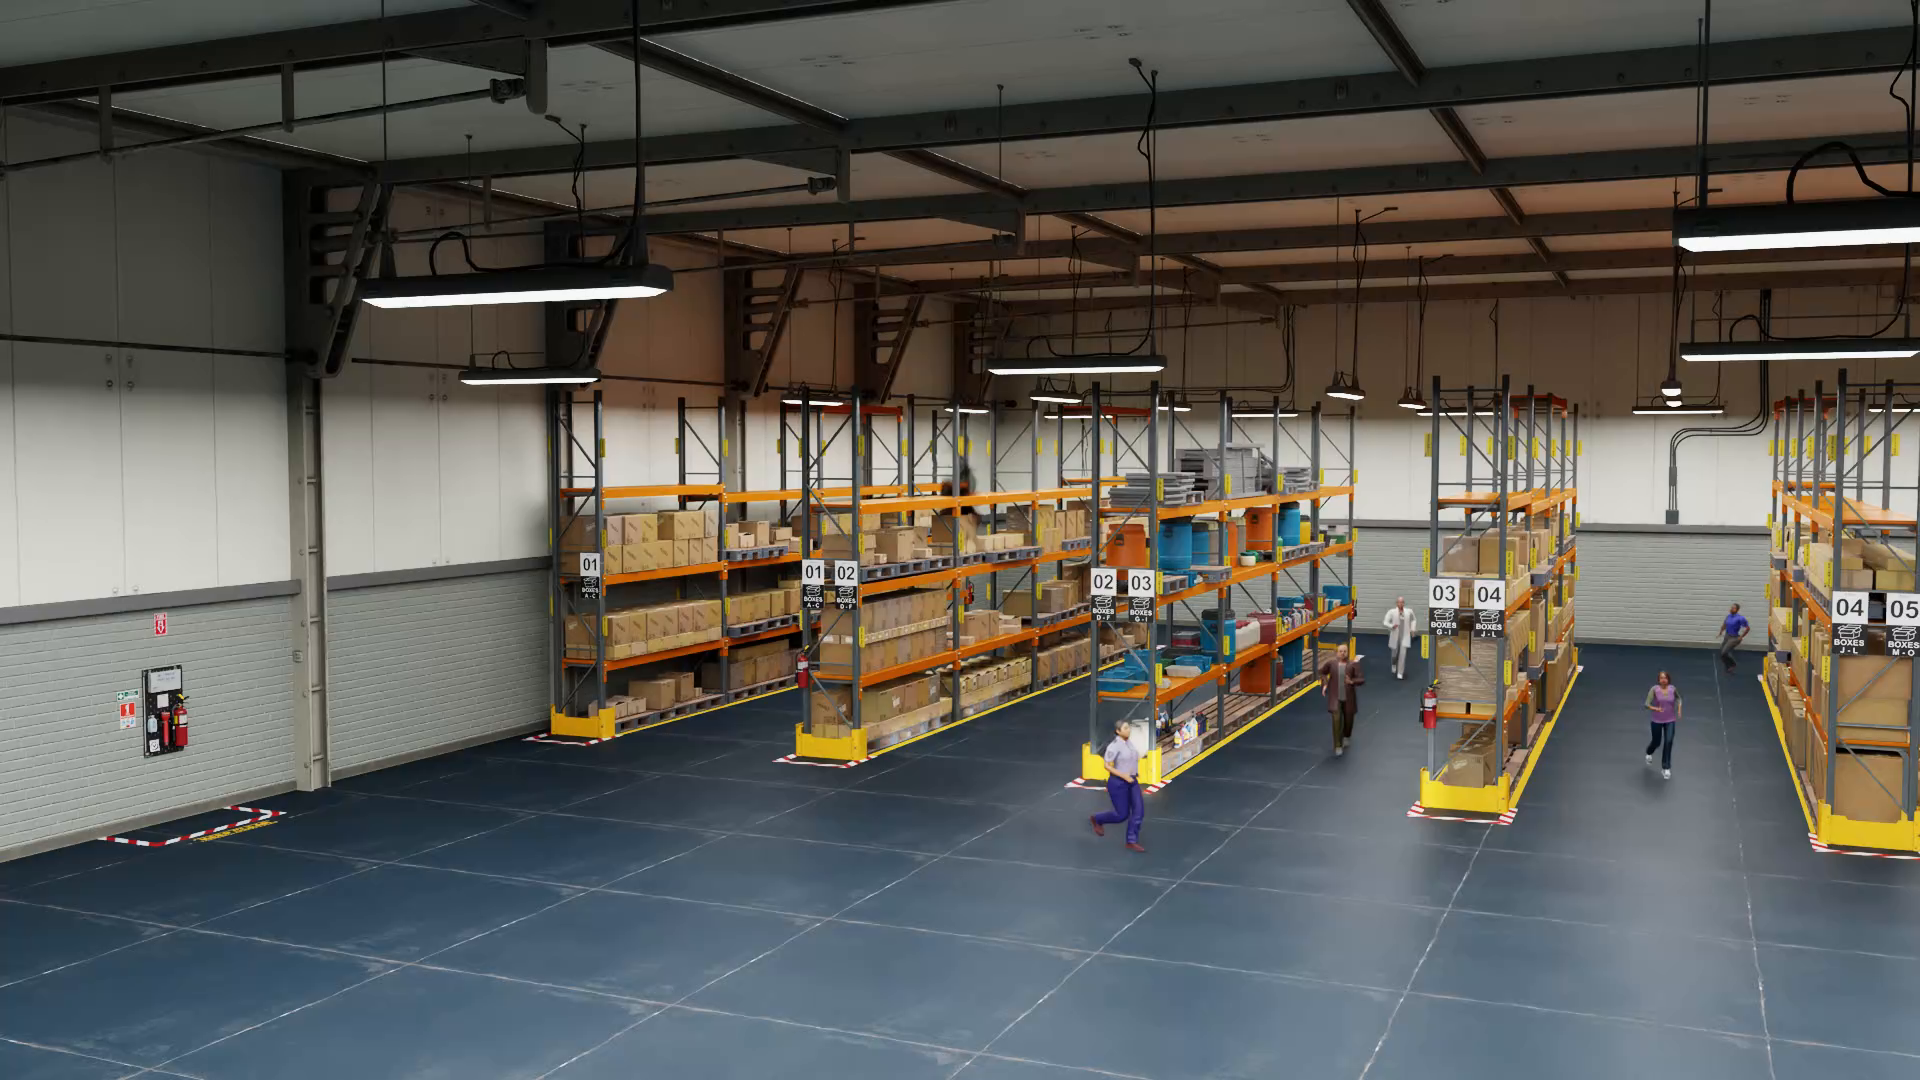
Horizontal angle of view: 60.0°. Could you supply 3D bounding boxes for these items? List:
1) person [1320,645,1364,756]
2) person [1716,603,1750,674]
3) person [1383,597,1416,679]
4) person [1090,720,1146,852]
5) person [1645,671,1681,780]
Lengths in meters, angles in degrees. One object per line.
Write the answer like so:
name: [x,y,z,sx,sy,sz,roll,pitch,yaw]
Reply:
person: [6.244,2.588,27.187,0.708,1.754,1.061,1,3,11]
person: [16.951,2.191,36.555,0.531,1.606,0.637,-1,3,-16]
person: [9.571,2.116,36.193,0.711,1.752,0.915,1,3,10]
person: [2.008,3.055,20.793,0.759,1.628,0.608,3,4,39]
person: [10.777,2.803,25.505,0.550,1.591,0.882,1,3,13]
